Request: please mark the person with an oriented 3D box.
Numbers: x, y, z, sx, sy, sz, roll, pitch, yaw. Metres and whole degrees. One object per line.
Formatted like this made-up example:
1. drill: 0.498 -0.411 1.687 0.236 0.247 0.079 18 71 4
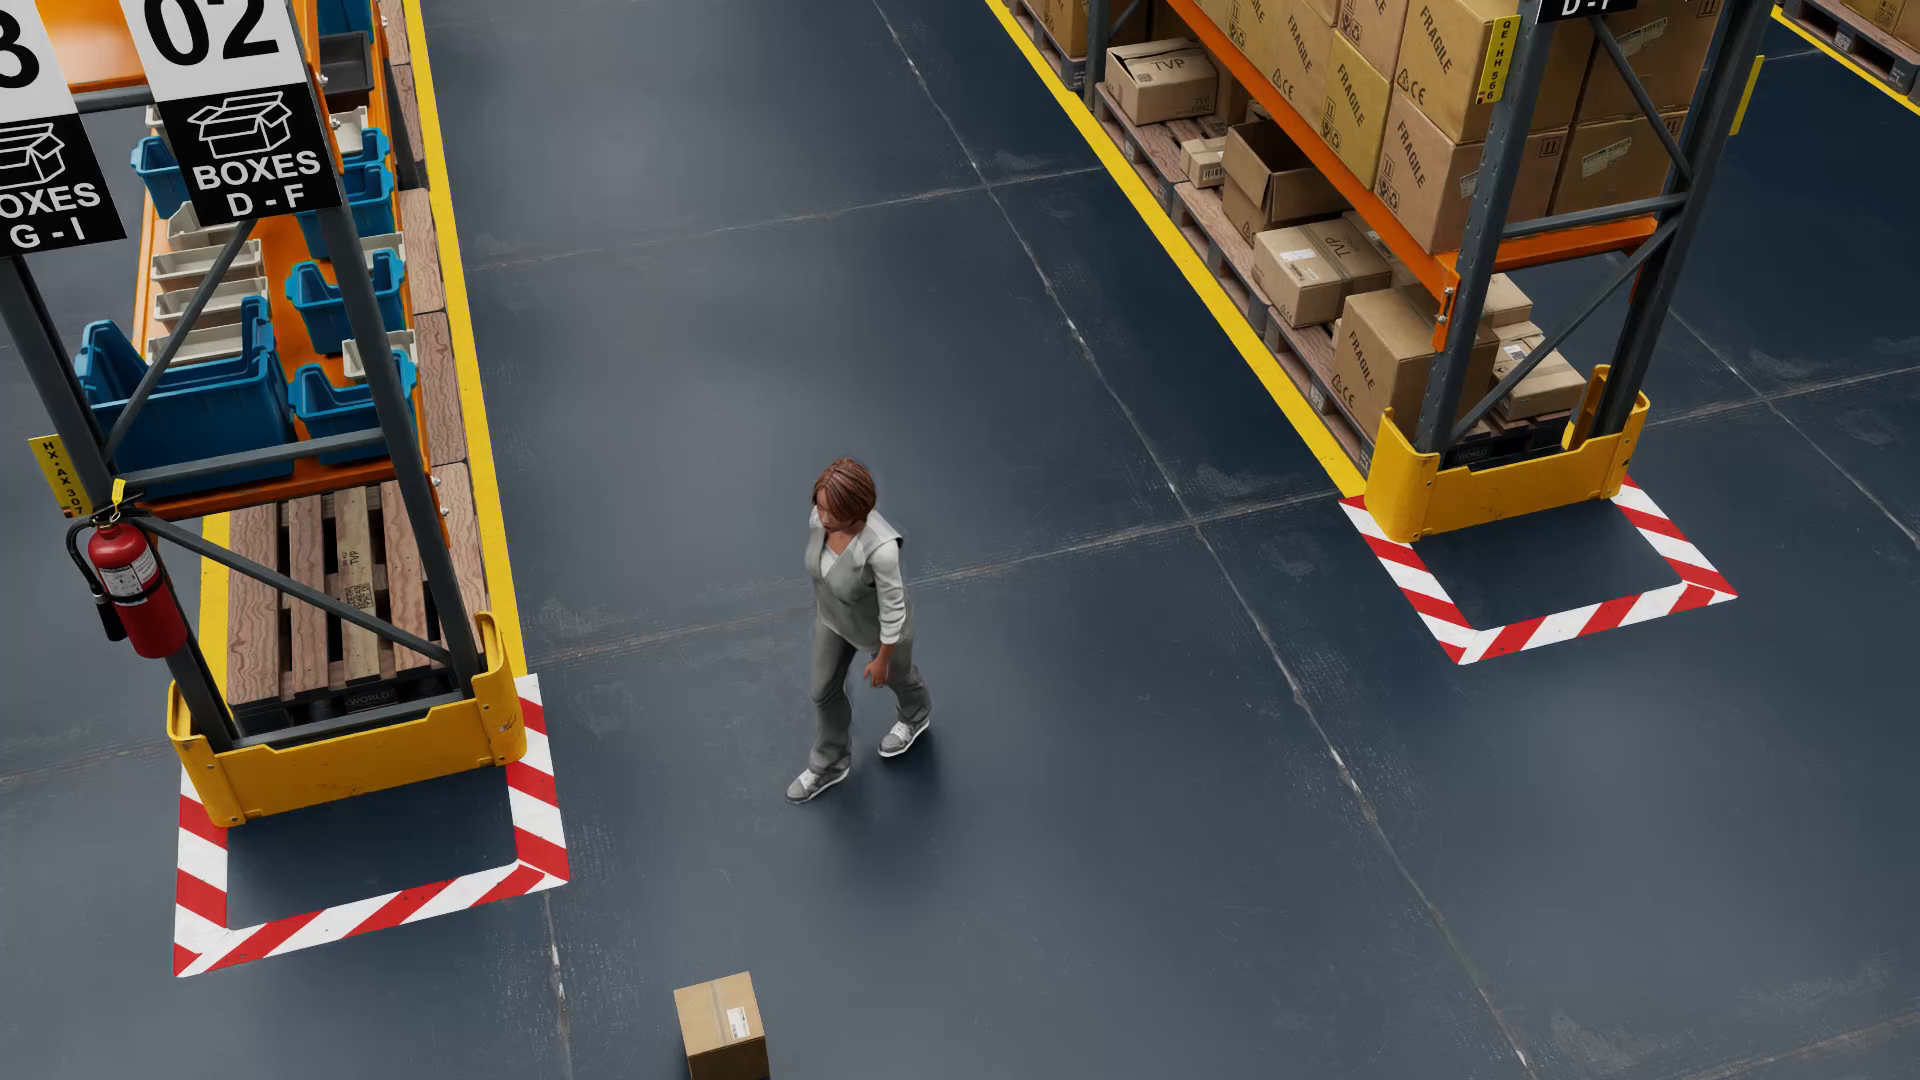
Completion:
1. person: -0.324 0.302 5.854 0.437 1.610 0.645 28 50 27
